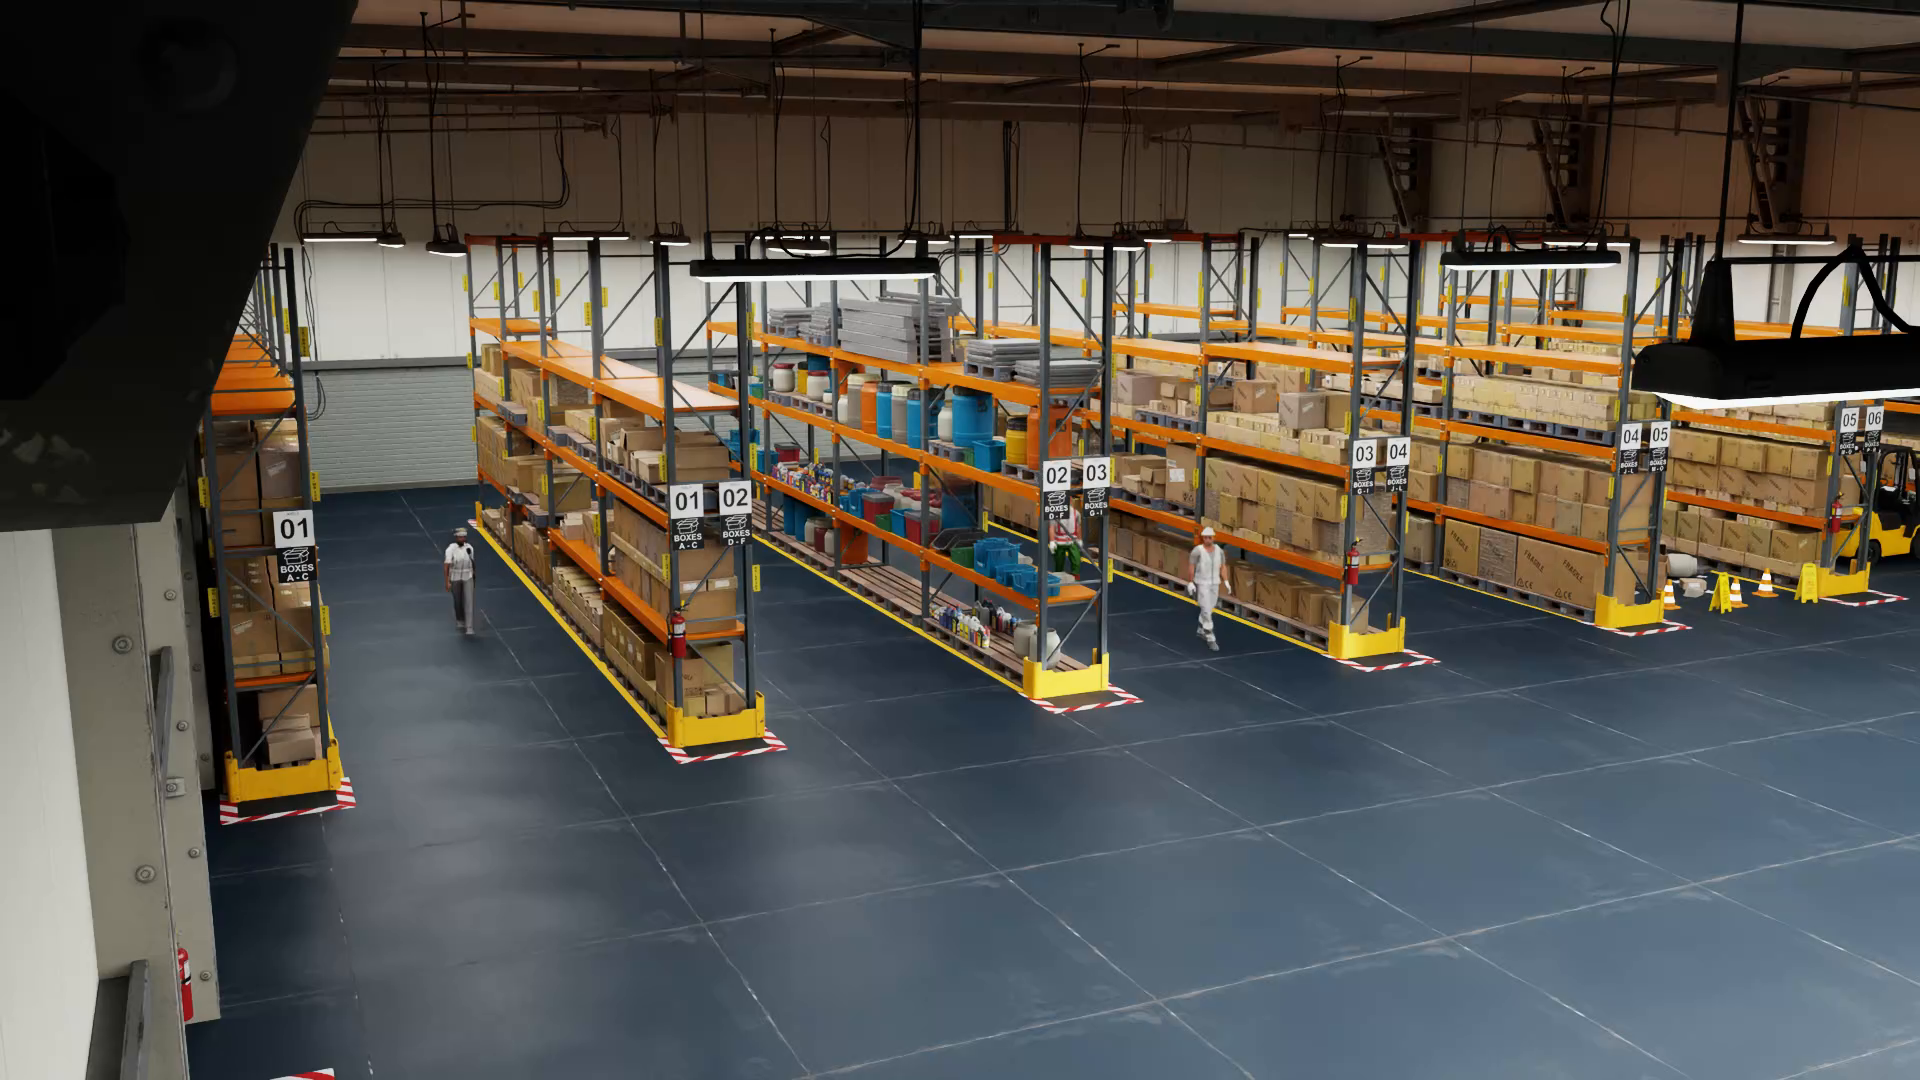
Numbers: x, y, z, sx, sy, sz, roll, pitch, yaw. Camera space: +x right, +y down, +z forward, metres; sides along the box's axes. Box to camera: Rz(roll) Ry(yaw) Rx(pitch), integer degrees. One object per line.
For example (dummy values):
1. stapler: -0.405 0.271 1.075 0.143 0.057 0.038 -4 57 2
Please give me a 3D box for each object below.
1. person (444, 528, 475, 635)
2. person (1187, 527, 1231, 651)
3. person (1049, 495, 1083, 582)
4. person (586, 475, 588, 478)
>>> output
1. person: -7.682 0.611 25.554 0.458 1.623 0.979 -4 12 -18
2. person: 3.739 0.712 24.856 0.551 1.829 0.746 -5 12 -23
3. person: 1.821 0.062 28.087 0.629 1.731 0.978 -2 11 -8
4. person: -8.608 -1.631 37.357 0.448 1.624 0.426 -5 12 -23
